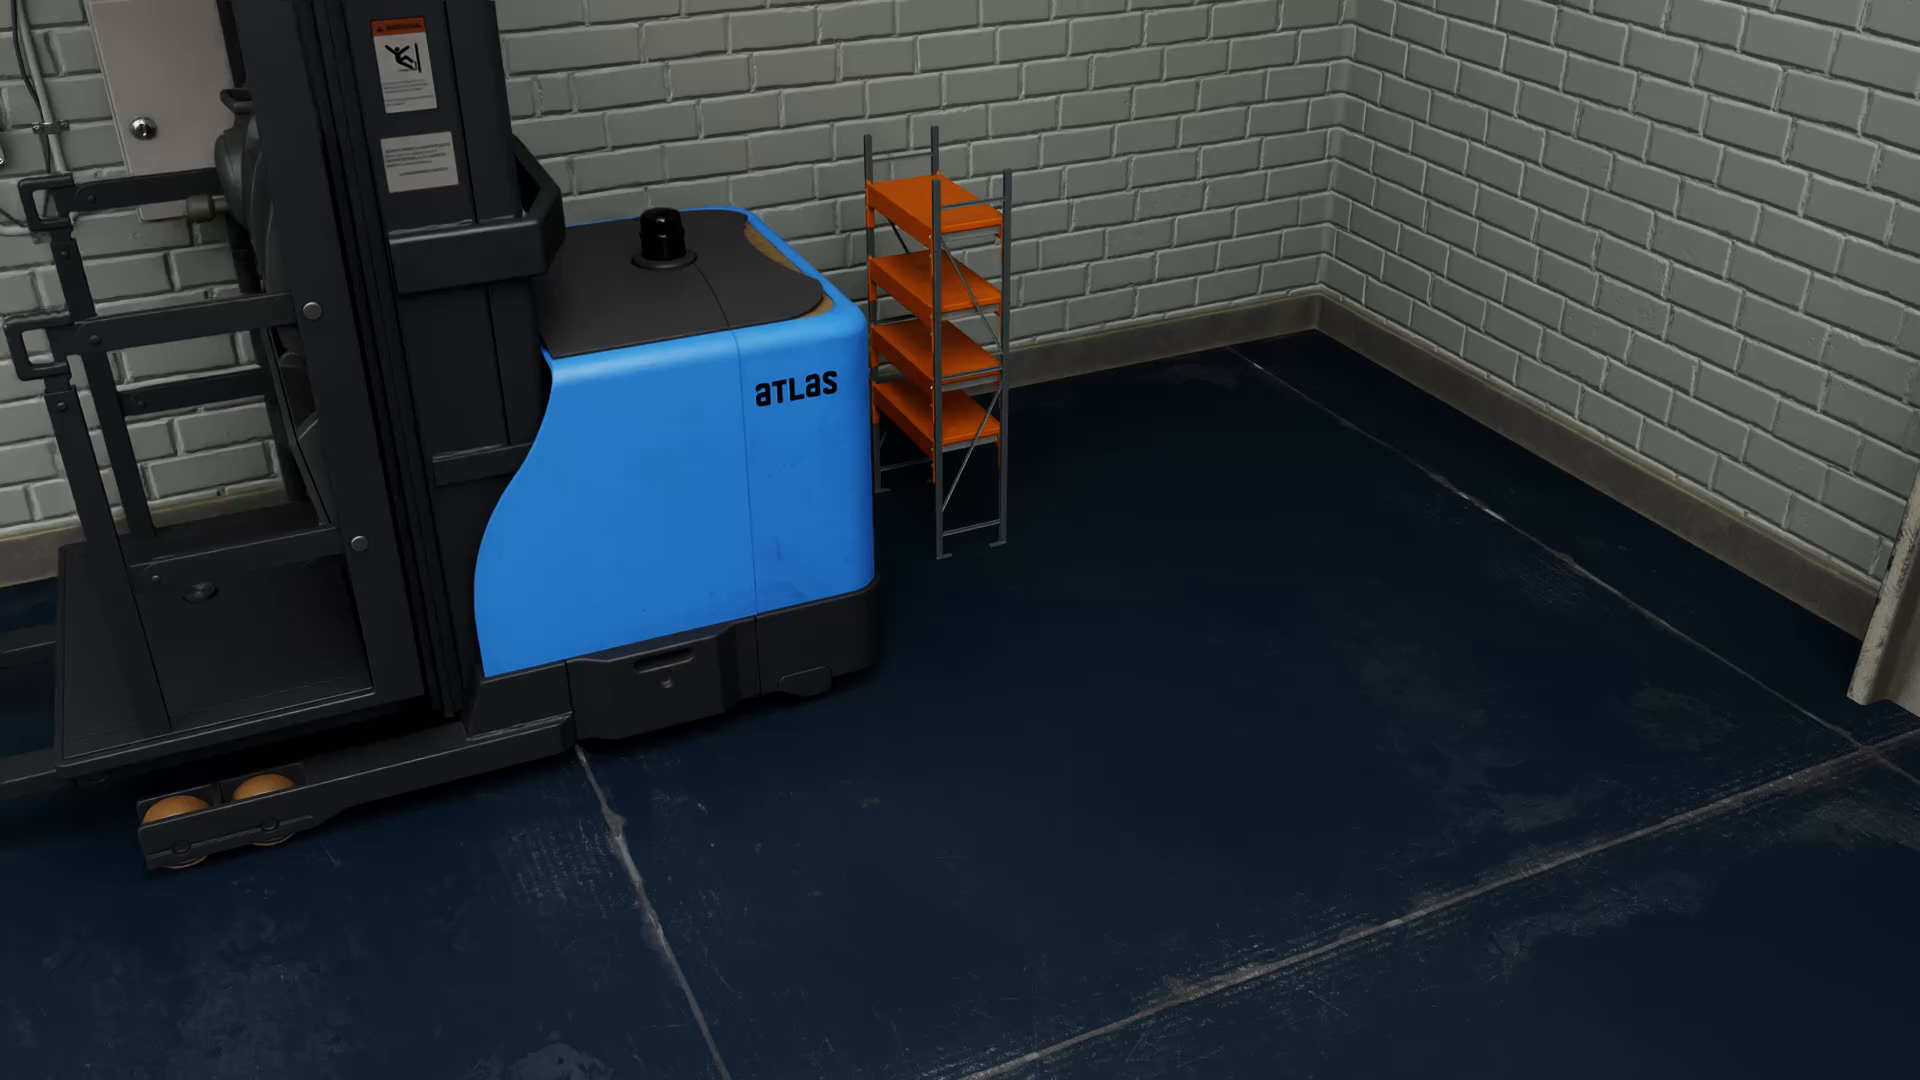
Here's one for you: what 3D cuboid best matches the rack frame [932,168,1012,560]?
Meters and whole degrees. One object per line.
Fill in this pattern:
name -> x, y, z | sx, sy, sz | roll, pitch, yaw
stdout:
rack frame -> 0.034, -0.489, 4.895 | 0.240, 1.200, 0.015 | -13, 32, -22

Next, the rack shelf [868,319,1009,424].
rack shelf -> -0.071, -0.538, 5.120 | 0.258, 0.148, 0.480 | -13, 32, -22

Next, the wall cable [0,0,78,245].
wall cable -> -2.684, -1.642, 4.073 | 0.588, 1.984, 0.122 | -13, 32, -22

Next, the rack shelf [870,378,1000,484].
rack shelf -> -0.071, -0.365, 5.217 | 0.258, 0.148, 0.480 | -13, 32, -22

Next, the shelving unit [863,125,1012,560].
shelving unit -> -0.071, -0.596, 5.087 | 0.258, 1.200, 0.503 | -13, 32, -22

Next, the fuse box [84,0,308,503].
fuse box -> -2.000, -0.711, 4.768 | 0.539, 1.711, 0.414 | -13, 32, -22

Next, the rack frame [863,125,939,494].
rack frame -> -0.176, -0.704, 5.279 | 0.240, 1.200, 0.015 | -13, 32, -22

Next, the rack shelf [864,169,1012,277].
rack shelf -> -0.071, -0.939, 4.895 | 0.258, 0.148, 0.480 | -13, 32, -22

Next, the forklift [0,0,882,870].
forklift -> -1.774, -0.807, 3.692 | 3.031, 2.935, 1.130 | -13, 32, -21

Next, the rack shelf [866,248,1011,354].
rack shelf -> -0.071, -0.733, 5.010 | 0.258, 0.148, 0.480 | -13, 32, -22
